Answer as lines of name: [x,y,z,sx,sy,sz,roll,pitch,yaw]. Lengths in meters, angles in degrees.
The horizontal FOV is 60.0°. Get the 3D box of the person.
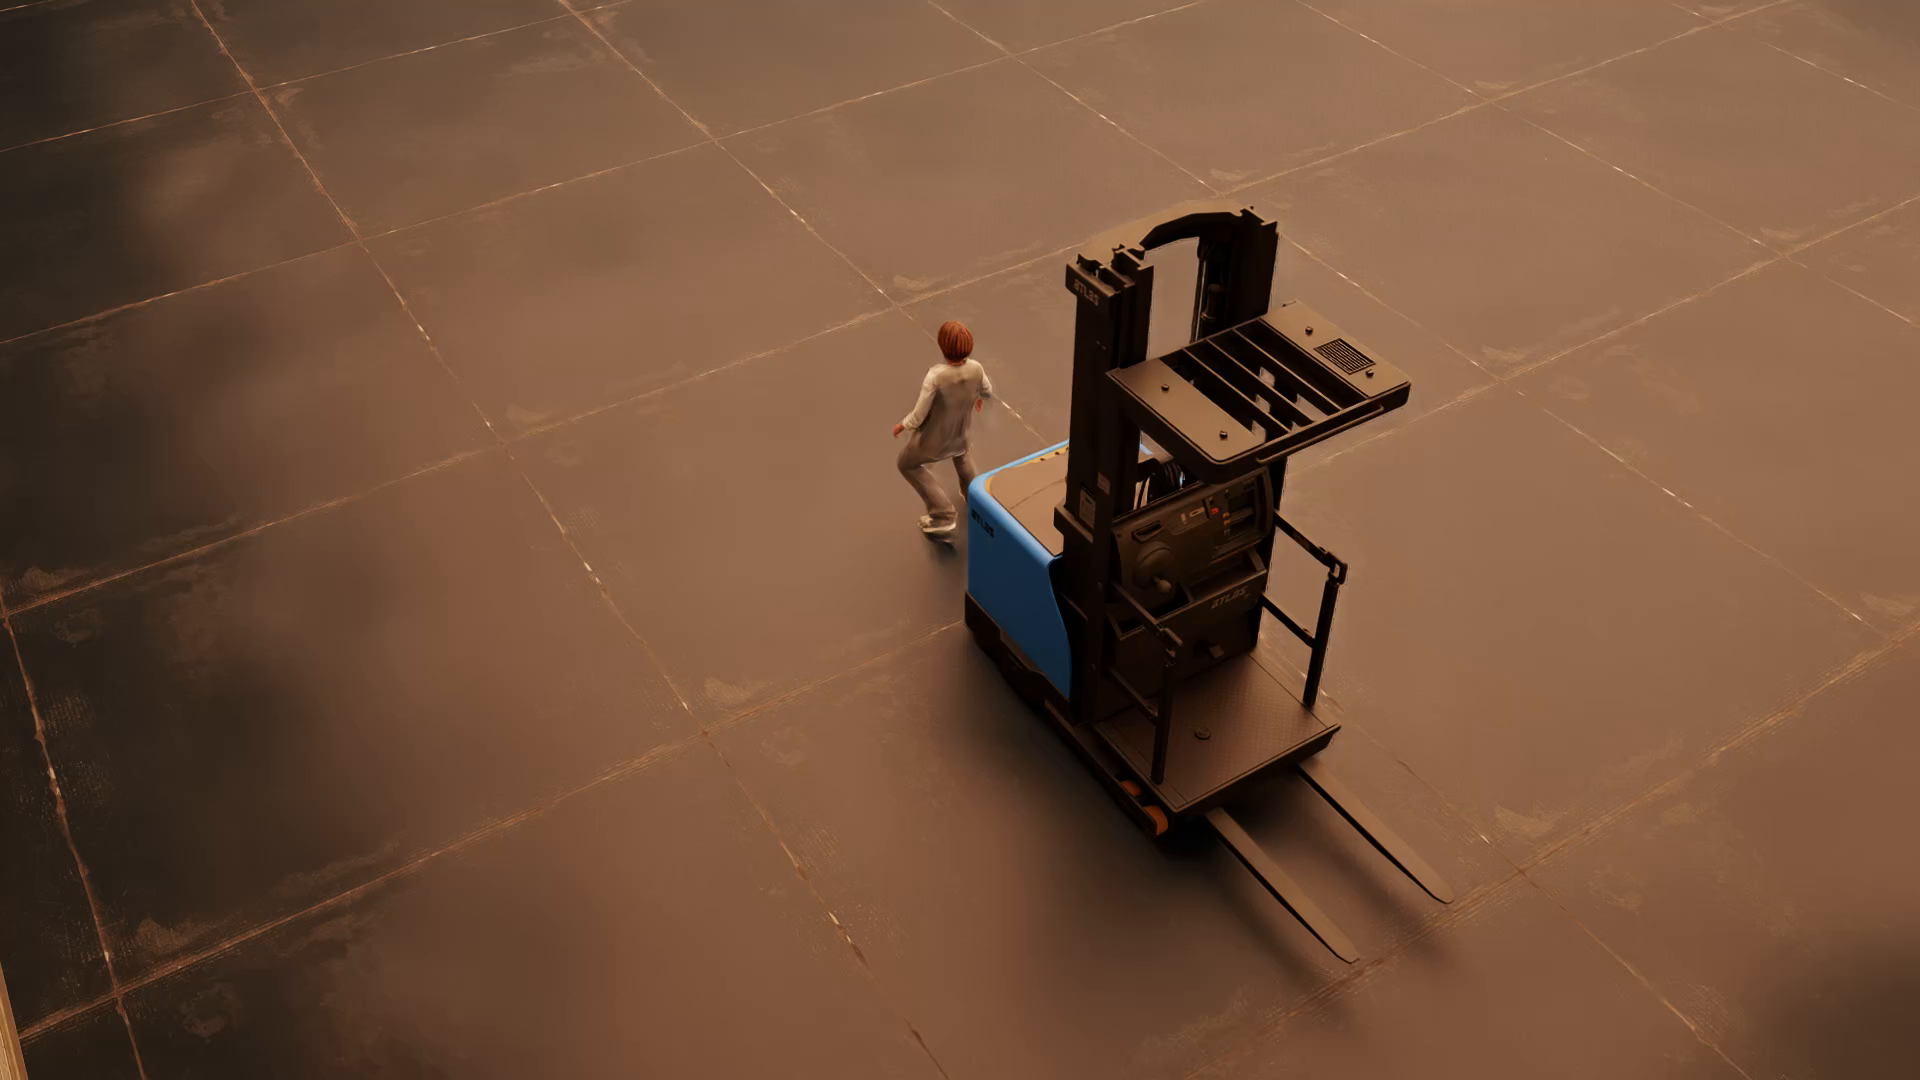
person: [-0.076,-0.673,9.722,0.640,1.500,0.483,-22,46,-23]

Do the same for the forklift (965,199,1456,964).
forklift: [1.242,0.032,7.834,1.130,2.935,3.031,-23,46,-24]
